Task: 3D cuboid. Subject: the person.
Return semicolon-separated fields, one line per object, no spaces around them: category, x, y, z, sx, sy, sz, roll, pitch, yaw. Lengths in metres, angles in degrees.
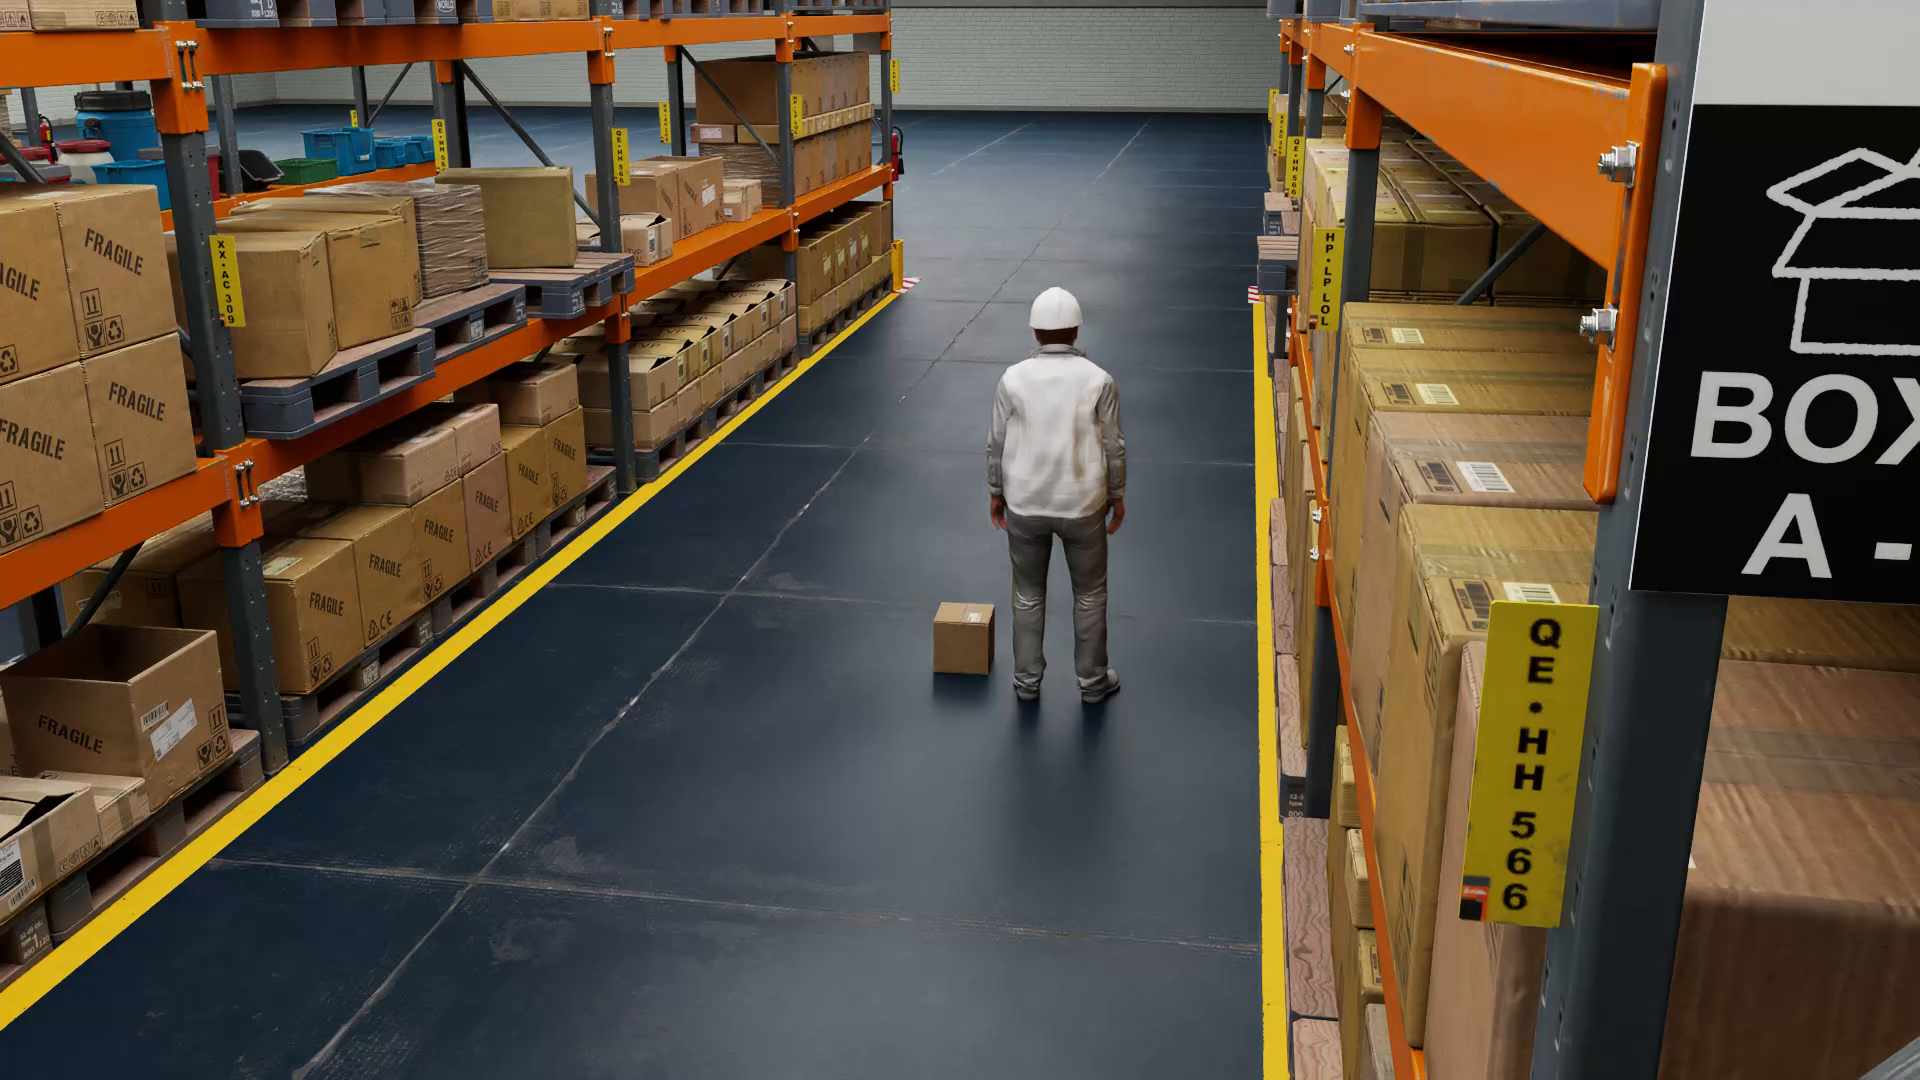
person;0.408;-0.173;7.054;0.589;1.769;0.462;3;18;8
